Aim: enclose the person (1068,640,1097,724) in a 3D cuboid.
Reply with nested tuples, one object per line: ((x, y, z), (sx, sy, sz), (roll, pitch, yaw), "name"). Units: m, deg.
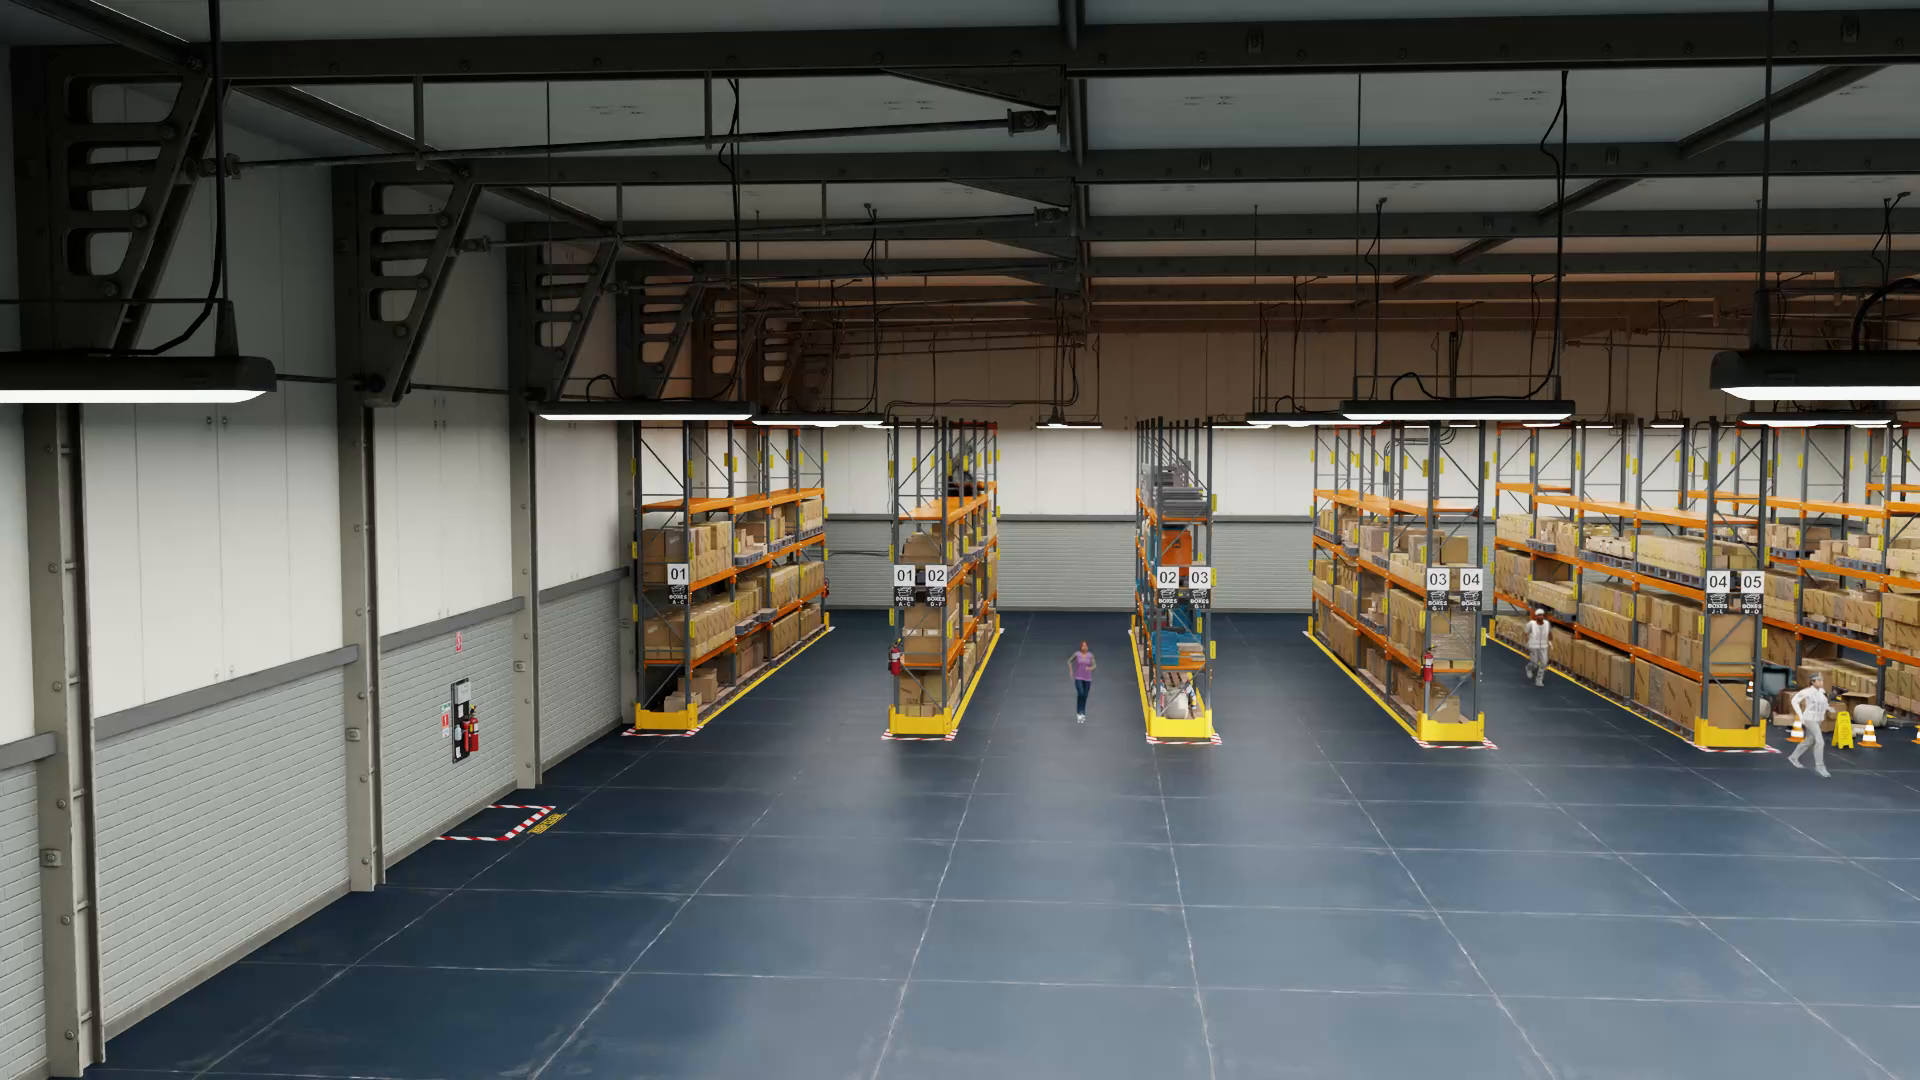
((2.422, 2.788, 32.766), (0.515, 1.607, 0.663), (-1, 4, -10), "person")

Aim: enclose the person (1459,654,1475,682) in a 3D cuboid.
((11.586, 2.439, 37.898), (0.626, 1.623, 0.668), (0, 4, 7), "person")

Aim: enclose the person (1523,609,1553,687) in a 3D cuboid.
((13.036, 2.411, 37.529), (0.671, 1.734, 0.694), (0, 4, 2), "person")

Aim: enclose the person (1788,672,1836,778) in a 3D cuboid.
((14.291, 3.057, 27.860), (0.605, 1.730, 0.783), (-2, 4, -33), "person")
